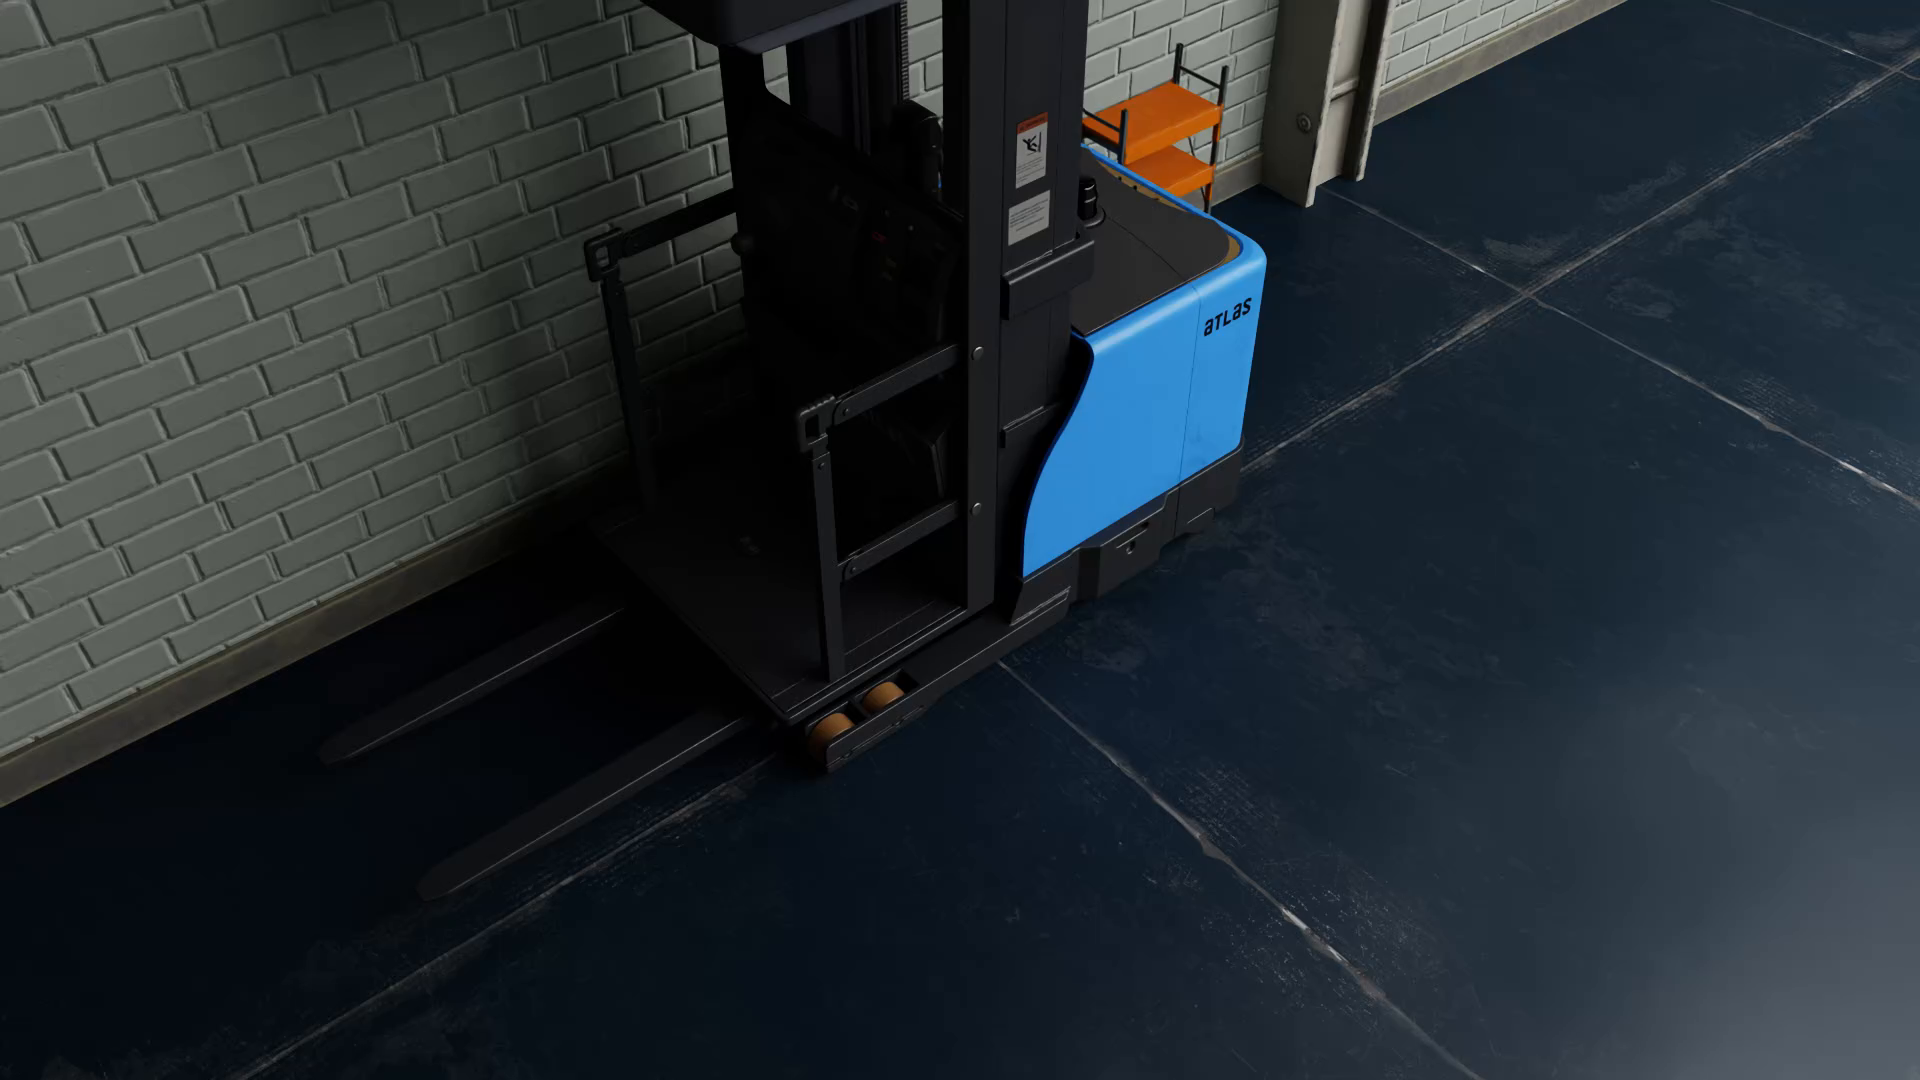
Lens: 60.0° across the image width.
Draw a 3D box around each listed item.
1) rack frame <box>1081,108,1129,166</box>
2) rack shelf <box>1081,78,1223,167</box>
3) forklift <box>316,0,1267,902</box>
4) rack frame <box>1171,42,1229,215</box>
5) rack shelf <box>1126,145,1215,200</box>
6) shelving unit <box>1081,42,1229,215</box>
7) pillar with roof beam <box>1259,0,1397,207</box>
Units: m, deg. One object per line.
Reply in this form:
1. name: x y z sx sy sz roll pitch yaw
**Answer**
1. rack frame: 0.468 -1.038 5.966 0.015 1.200 0.240 -30 51 -29
2. rack shelf: 0.658 -1.433 5.819 0.480 0.148 0.258 -30 51 -29
3. forklift: -0.481 -0.790 4.450 3.031 2.935 1.130 -30 51 -28
4. rack frame: 0.839 -1.249 6.203 0.015 1.200 0.240 -30 51 -29
5. rack shelf: 0.655 -1.258 5.979 0.480 0.148 0.258 -30 51 -29
6. shelving unit: 0.653 -1.143 6.085 0.503 1.200 0.258 -30 51 -29
7. pillar with roof beam: 4.332 -2.646 1.994 0.400 9.000 9.100 -30 51 -28
